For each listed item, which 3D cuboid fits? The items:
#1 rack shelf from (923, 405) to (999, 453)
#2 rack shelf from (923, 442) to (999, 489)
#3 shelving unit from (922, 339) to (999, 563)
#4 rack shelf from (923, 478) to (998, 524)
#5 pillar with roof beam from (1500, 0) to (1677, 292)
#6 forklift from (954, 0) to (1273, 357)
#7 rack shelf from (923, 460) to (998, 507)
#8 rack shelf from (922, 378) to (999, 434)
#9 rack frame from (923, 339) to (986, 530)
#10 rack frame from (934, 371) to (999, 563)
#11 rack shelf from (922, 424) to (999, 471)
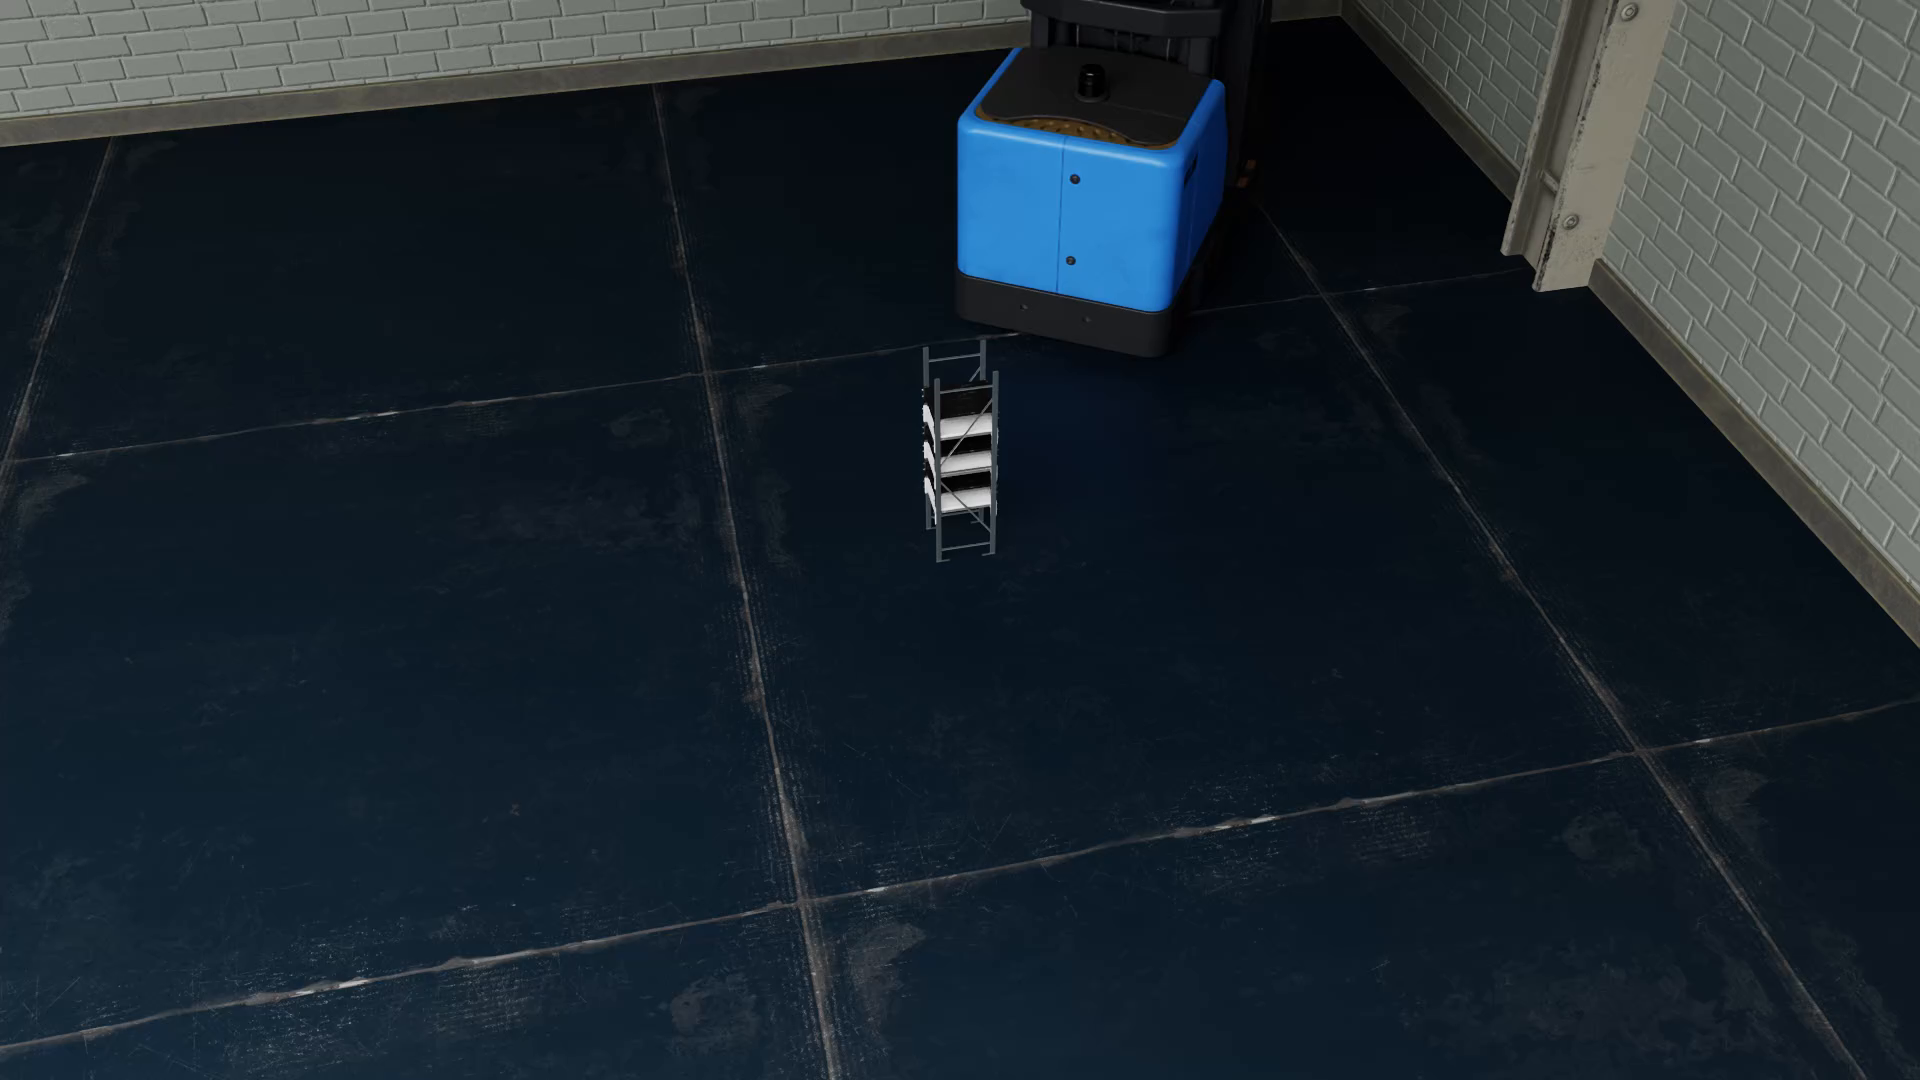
[{"bbox_3d":[0.002,-0.441,6.348,0.258,0.077,0.200,-8,42,-9],"label":"rack shelf"},{"bbox_3d":[0.002,-0.306,6.467,0.258,0.077,0.200,-8,42,-9],"label":"rack shelf"},{"bbox_3d":[0.002,-0.331,6.445,0.258,0.900,0.210,-8,42,-9],"label":"shelving unit"},{"bbox_3d":[0.002,-0.172,6.587,0.258,0.077,0.200,-8,42,-9],"label":"rack shelf"},{"bbox_3d":[-1.284,-4.108,4.600,9.100,9.000,0.400,-8,42,-9],"label":"pillar with roof beam"},{"bbox_3d":[0.961,-2.916,7.828,1.130,2.935,3.031,14,43,15],"label":"forklift"},{"bbox_3d":[0.002,-0.239,6.527,0.258,0.077,0.200,-8,42,-9],"label":"rack shelf"},{"bbox_3d":[0.002,-0.508,6.288,0.258,0.077,0.200,-8,42,-9],"label":"rack shelf"},{"bbox_3d":[-0.020,-0.397,6.520,0.240,0.900,0.006,-8,42,-9],"label":"rack frame"},{"bbox_3d":[0.024,-0.265,6.371,0.240,0.900,0.006,-8,42,-9],"label":"rack frame"},{"bbox_3d":[0.002,-0.374,6.408,0.258,0.077,0.200,-8,42,-9],"label":"rack shelf"}]
